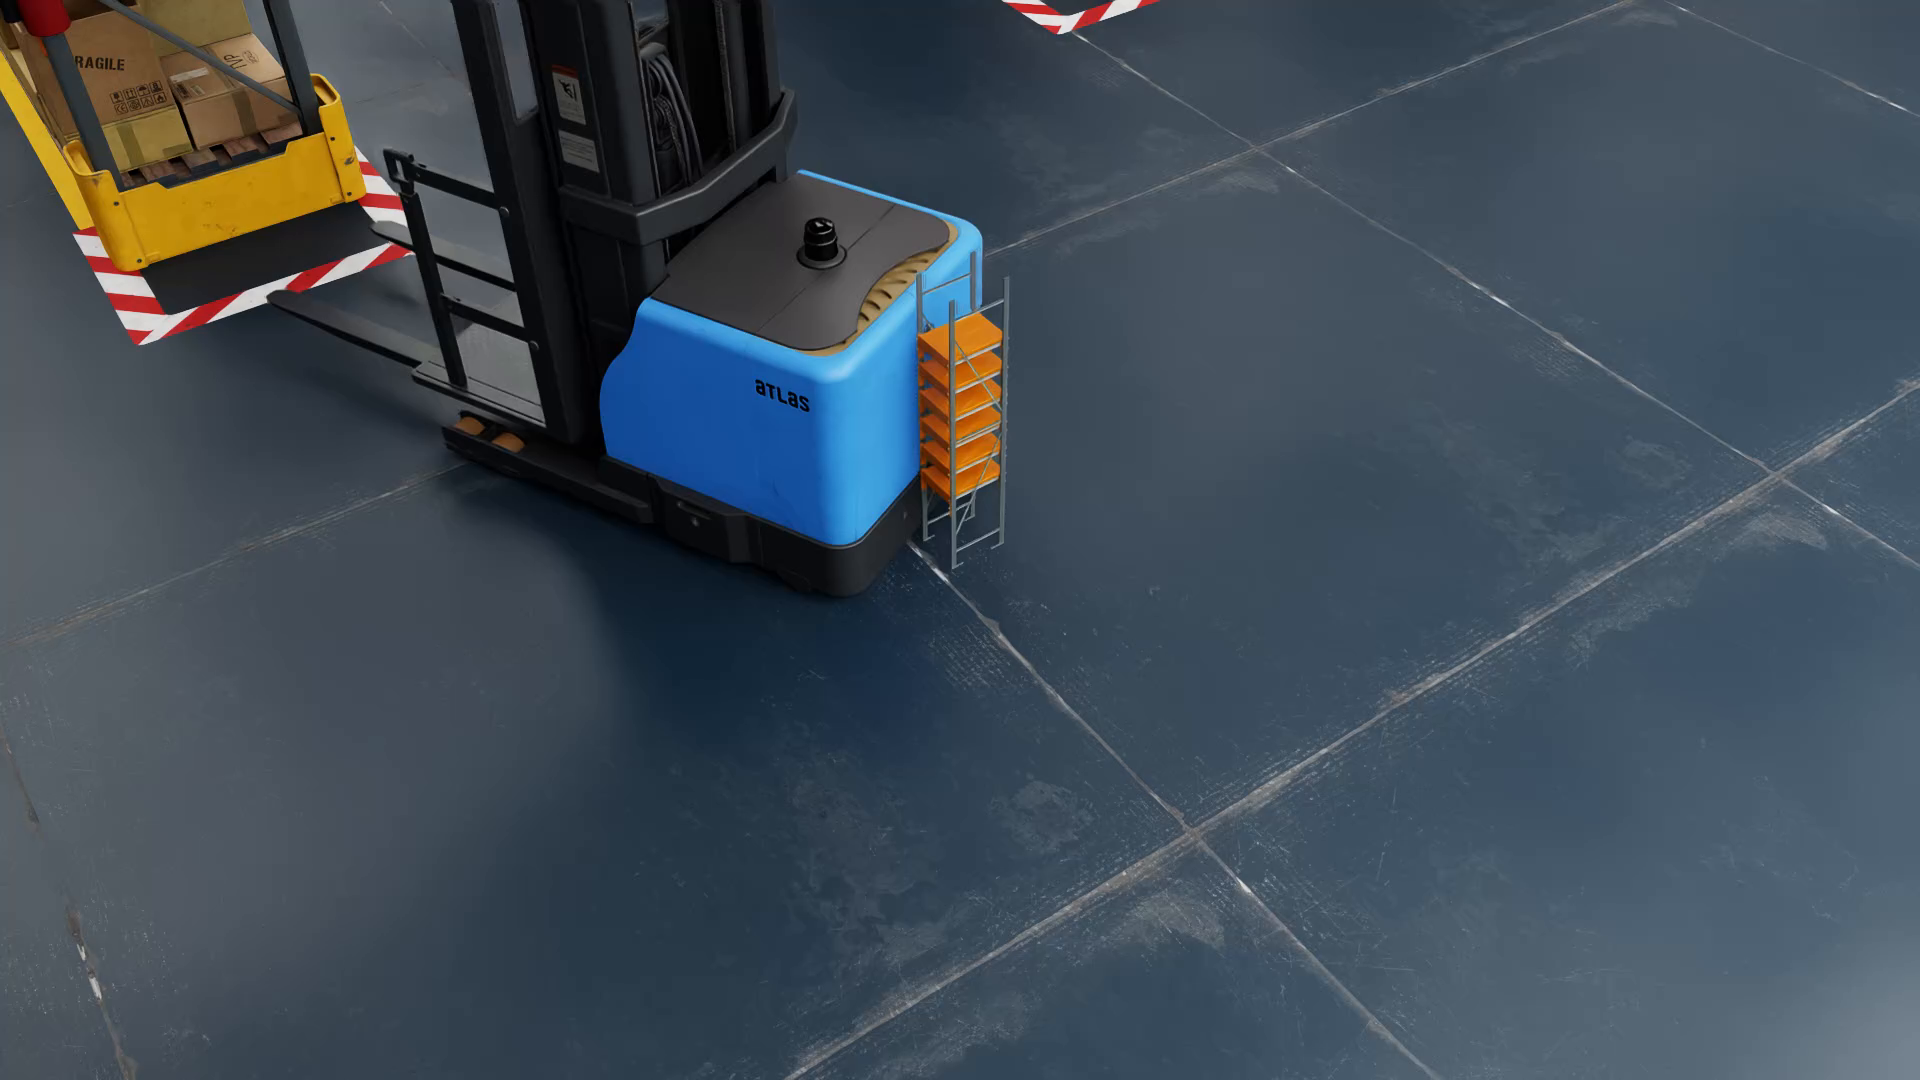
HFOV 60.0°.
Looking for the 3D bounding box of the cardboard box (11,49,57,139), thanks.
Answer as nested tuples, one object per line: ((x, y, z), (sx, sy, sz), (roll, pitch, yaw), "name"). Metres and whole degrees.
((-4.266, -2.244, 8.116), (0.500, 0.250, 0.500), (-26, 49, -24), "cardboard box")

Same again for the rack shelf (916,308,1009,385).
((0.009, -0.654, 5.608), (0.258, 0.103, 0.180), (-27, 50, -25), "rack shelf")

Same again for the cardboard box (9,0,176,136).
((-3.972, -2.236, 7.564), (0.500, 0.500, 0.500), (-26, 49, -24), "cardboard box")

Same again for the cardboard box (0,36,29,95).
((-4.554, -2.527, 8.412), (0.500, 0.250, 0.500), (-26, 49, -24), "cardboard box")

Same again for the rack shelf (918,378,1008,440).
((0.010, -0.480, 5.774), (0.258, 0.103, 0.180), (-27, 50, -25), "rack shelf")

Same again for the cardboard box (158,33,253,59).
((-3.835, -2.452, 8.334), (0.500, 0.250, 0.500), (-26, 49, -24), "cardboard box")

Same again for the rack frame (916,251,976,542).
((-0.044, -0.477, 5.880), (0.240, 1.200, 0.006), (-27, 50, -25), "rack frame")

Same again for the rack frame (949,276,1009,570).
((0.064, -0.375, 5.772), (0.240, 1.200, 0.006), (-27, 50, -25), "rack frame")

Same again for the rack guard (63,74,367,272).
((-3.407, -1.704, 7.673), (1.175, 0.500, 0.348), (-26, 49, -24), "rack guard")

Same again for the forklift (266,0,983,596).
((-1.443, -1.609, 5.812), (3.031, 2.935, 1.130), (21, 48, 21), "forklift")

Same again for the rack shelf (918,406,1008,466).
((0.010, -0.393, 5.857), (0.258, 0.103, 0.180), (-27, 50, -25), "rack shelf")

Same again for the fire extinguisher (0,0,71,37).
((-3.735, -2.343, 6.588), (0.296, 0.674, 0.183), (-26, 49, -24), "fire extinguisher")

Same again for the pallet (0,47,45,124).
((-4.587, -2.720, 8.946), (1.003, 0.211, 1.213), (-26, 49, -24), "pallet")

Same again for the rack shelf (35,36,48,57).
((-4.565, -3.494, 8.259), (1.077, 0.370, 4.000), (-26, 49, -24), "rack shelf")

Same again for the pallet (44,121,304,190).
((-3.893, -2.030, 8.223), (1.003, 0.211, 1.213), (-26, 49, -24), "pallet")

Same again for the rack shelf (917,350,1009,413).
((0.010, -0.567, 5.691), (0.258, 0.103, 0.180), (-27, 50, -25), "rack shelf")

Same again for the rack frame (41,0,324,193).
((-3.421, -2.622, 6.824), (1.000, 3.000, 0.127), (-26, 49, -24), "rack frame")

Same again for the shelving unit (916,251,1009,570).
((0.010, -0.426, 5.826), (0.258, 1.200, 0.189), (-27, 50, -25), "shelving unit")

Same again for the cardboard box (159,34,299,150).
((-3.545, -2.170, 8.038), (0.500, 0.250, 0.500), (-26, 49, -24), "cardboard box")

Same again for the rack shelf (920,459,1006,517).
((0.011, -0.220, 6.022), (0.258, 0.103, 0.180), (-27, 50, -25), "rack shelf")

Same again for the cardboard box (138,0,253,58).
((-3.833, -2.724, 8.075), (0.500, 0.500, 0.500), (-26, 49, -24), "cardboard box")

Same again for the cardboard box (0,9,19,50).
((-4.556, -2.797, 8.151), (0.500, 0.500, 0.500), (-26, 49, -24), "cardboard box")

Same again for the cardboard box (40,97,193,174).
((-3.970, -1.966, 7.824), (0.500, 0.250, 0.500), (-26, 49, -24), "cardboard box")

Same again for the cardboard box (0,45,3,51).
((-4.838, -2.811, 8.709), (0.500, 0.250, 0.500), (-26, 49, -24), "cardboard box")

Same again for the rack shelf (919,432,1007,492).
((0.011, -0.307, 5.940), (0.258, 0.103, 0.180), (-27, 50, -25), "rack shelf")
